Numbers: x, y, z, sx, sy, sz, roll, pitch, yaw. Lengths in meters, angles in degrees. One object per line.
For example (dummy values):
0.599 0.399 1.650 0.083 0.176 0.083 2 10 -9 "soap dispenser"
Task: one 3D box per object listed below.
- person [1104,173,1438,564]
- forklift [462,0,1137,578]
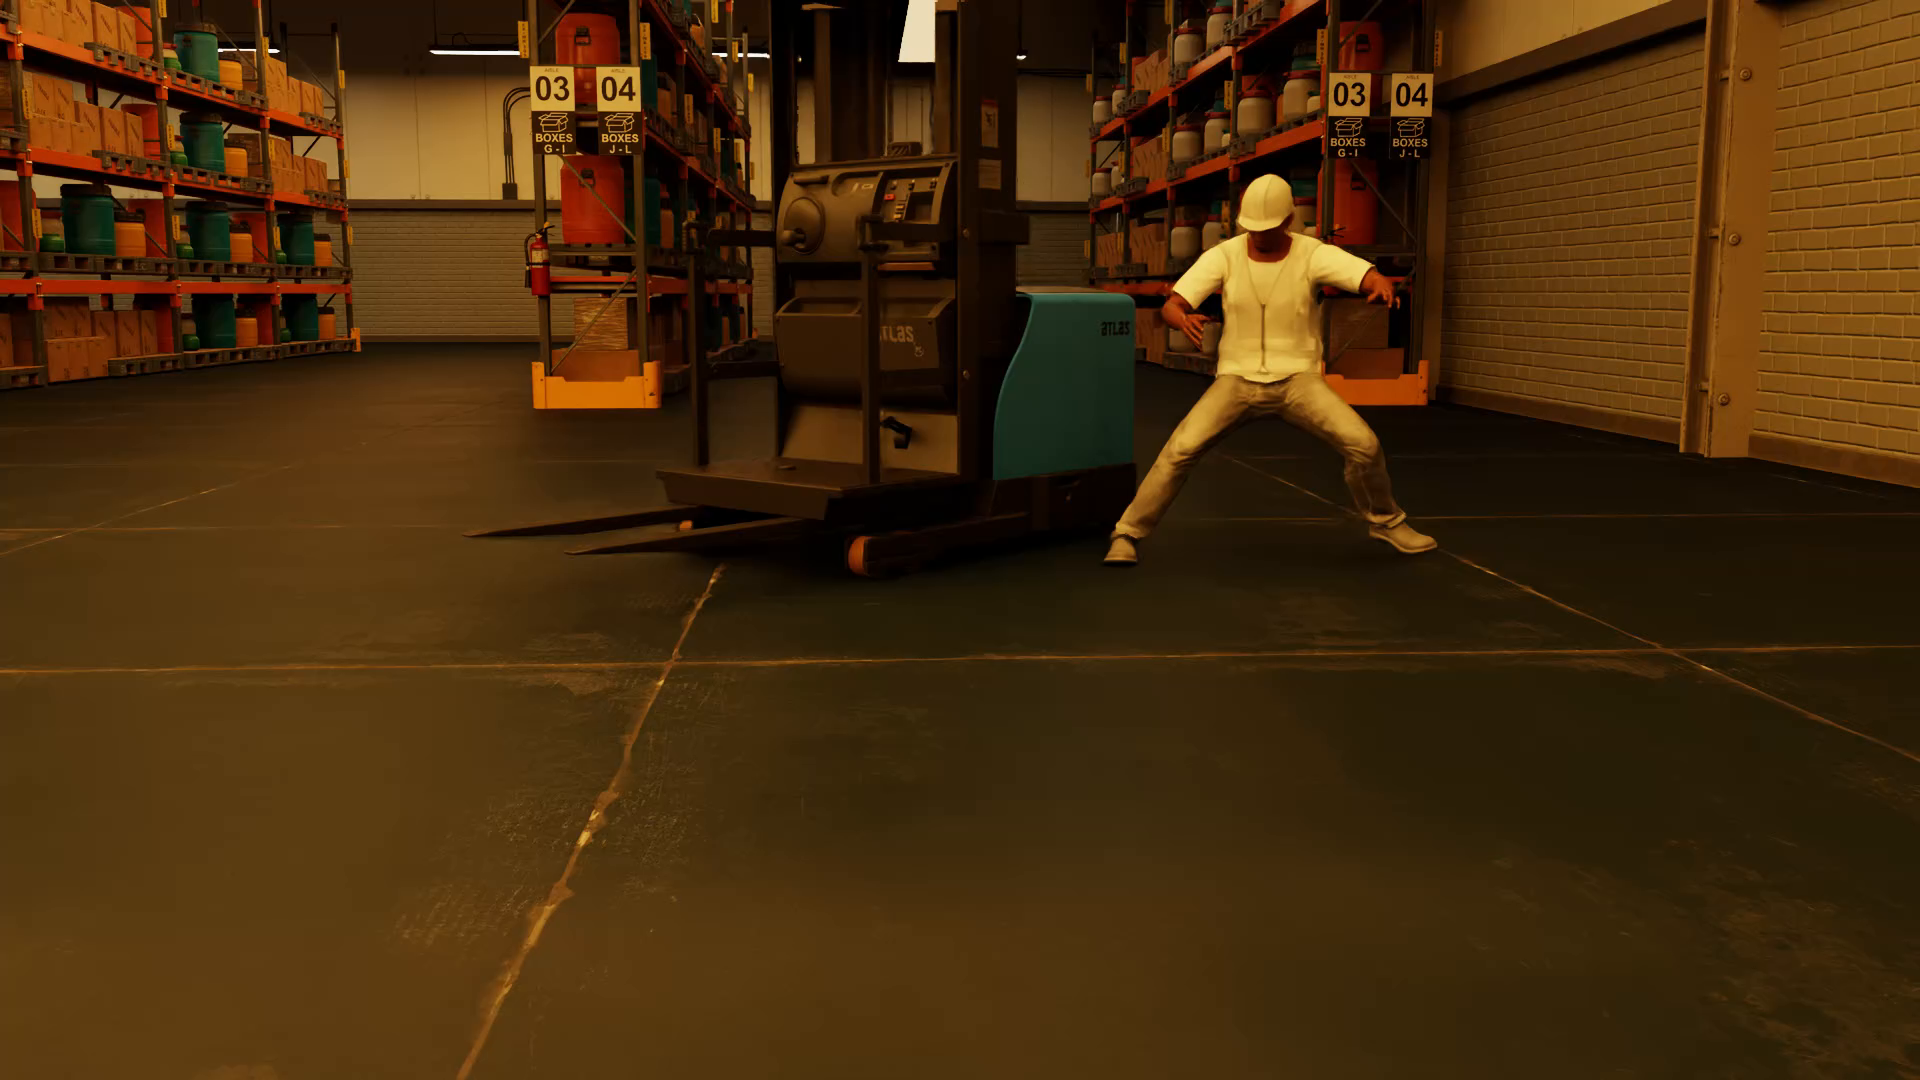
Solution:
1.255 -0.672 6.598 1.281 1.543 0.723 3 9 18 "person"
-0.536 -1.386 6.665 1.130 2.935 3.031 7 11 40 "forklift"
